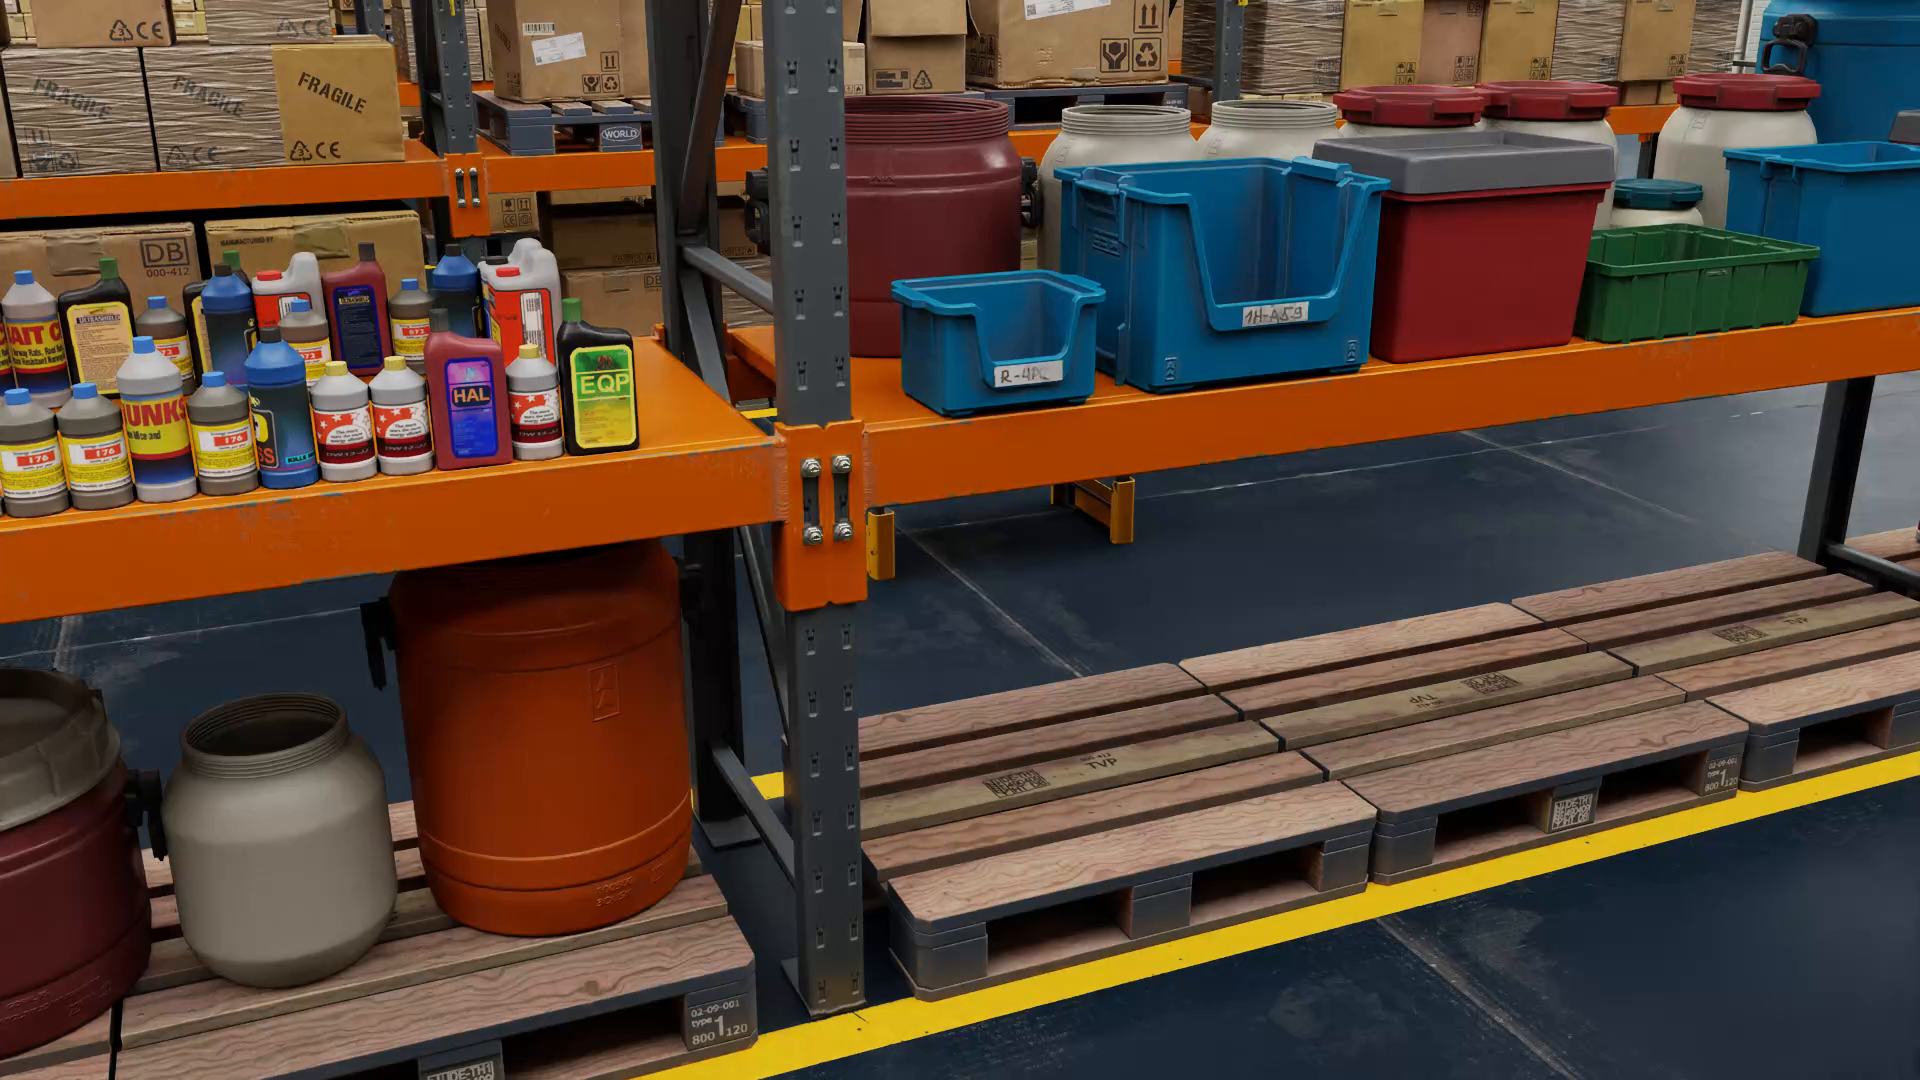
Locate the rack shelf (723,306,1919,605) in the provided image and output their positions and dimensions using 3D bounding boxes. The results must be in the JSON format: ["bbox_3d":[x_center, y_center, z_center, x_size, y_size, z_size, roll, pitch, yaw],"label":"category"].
[{"bbox_3d":[1.377,-0.463,4.405,4.000,0.370,1.077,-8,21,-22],"label":"rack shelf"}]

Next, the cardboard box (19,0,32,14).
[{"bbox_3d":[-5.989,-3.528,10.876,0.250,0.149,0.380,-7,21,-20],"label":"cardboard box"}]

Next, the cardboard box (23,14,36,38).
[{"bbox_3d":[-5.987,-3.387,10.924,0.250,0.149,0.380,-9,21,-23],"label":"cardboard box"}]

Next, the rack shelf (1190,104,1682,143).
[{"bbox_3d":[3.088,-2.500,10.189,4.000,0.370,1.077,-8,21,-22],"label":"rack shelf"}]

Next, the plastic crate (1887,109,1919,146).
[{"bbox_3d":[2.890,-0.939,4.576,0.583,0.464,0.402,-8,21,-22],"label":"plastic crate"}]

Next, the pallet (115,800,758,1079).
[{"bbox_3d":[-1.167,0.892,3.670,1.213,0.211,1.003,-8,21,-22],"label":"pallet"}]

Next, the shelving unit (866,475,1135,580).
[{"bbox_3d":[0.070,-0.717,6.301,1.083,1.500,0.587,-8,21,-22],"label":"shelving unit"}]

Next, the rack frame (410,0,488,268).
[{"bbox_3d":[-2.422,-2.050,7.828,0.127,3.000,1.000,-8,21,-22],"label":"rack frame"}]

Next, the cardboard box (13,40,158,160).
[{"bbox_3d":[-3.917,-1.979,7.476,0.500,0.500,0.500,-9,21,-23],"label":"cardboard box"}]

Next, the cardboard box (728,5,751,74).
[{"bbox_3d":[-1.922,-3.866,12.835,0.500,0.500,0.500,-8,21,-21],"label":"cardboard box"}]

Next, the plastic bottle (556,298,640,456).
[{"bbox_3d":[-0.662,-0.301,3.037,0.133,0.283,0.061,-8,21,-22],"label":"plastic bottle"}]

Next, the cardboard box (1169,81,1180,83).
[{"bbox_3d":[1.649,-3.598,14.792,0.875,0.875,0.875,-9,21,-23],"label":"cardboard box"}]

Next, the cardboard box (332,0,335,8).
[{"bbox_3d":[-6.040,-5.602,16.685,0.500,0.500,0.500,-9,21,-23],"label":"cardboard box"}]

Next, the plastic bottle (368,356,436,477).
[{"bbox_3d":[-0.987,-0.223,2.937,0.097,0.201,0.097,0,19,0],"label":"plastic bottle"}]

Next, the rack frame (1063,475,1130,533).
[{"bbox_3d":[0.545,-0.786,6.495,0.032,1.500,0.500,-8,21,-22],"label":"rack frame"}]

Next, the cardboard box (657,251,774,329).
[{"bbox_3d":[-1.310,-1.250,8.656,0.500,0.500,0.700,-10,22,-26],"label":"cardboard box"}]

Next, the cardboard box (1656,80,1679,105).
[{"bbox_3d":[4.305,-2.802,10.342,0.250,0.149,0.380,-8,21,-22],"label":"cardboard box"}]

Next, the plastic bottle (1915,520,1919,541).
[{"bbox_3d":[3.423,-0.096,5.830,0.097,0.201,0.097,0,19,0],"label":"plastic bottle"}]

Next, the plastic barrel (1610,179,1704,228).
[{"bbox_3d":[1.937,-0.873,4.694,0.301,0.262,0.301,0,19,0],"label":"plastic barrel"}]

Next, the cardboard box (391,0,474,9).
[{"bbox_3d":[-3.877,-4.151,12.138,0.500,0.500,0.700,-8,21,-22],"label":"cardboard box"}]

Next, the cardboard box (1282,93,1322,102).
[{"bbox_3d":[1.802,-2.423,9.266,0.250,0.149,0.380,-8,21,-22],"label":"cardboard box"}]

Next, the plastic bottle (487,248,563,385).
[{"bbox_3d":[-0.925,-0.476,3.545,0.135,0.276,0.152,-8,21,-22],"label":"plastic bottle"}]

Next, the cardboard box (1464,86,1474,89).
[{"bbox_3d":[2.940,-2.596,9.756,0.250,0.149,0.380,-8,21,-22],"label":"cardboard box"}]

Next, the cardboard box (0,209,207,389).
[{"bbox_3d":[-3.885,-1.047,7.545,0.875,0.875,1.225,-8,21,-22],"label":"cardboard box"}]

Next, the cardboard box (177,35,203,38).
[{"bbox_3d":[-5.259,-3.353,11.273,0.250,0.149,0.380,-8,21,-23],"label":"cardboard box"}]

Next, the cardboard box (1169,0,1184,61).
[{"bbox_3d":[1.669,-4.522,14.622,0.550,0.550,0.875,-8,21,-22],"label":"cardboard box"}]

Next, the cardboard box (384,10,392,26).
[{"bbox_3d":[-5.702,-5.165,16.419,0.250,0.149,0.380,-10,22,-25],"label":"cardboard box"}]

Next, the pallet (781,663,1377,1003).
[{"bbox_3d":[0.267,0.686,4.257,1.213,0.211,1.003,-8,21,-22],"label":"pallet"}]

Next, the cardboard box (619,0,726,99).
[{"bbox_3d":[-1.469,-2.482,8.273,0.500,0.500,0.700,-5,20,-14],"label":"cardboard box"}]

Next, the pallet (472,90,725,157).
[{"bbox_3d":[-1.809,-2.086,8.218,1.003,0.211,1.213,-8,21,-22],"label":"pallet"}]

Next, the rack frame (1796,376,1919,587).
[{"bbox_3d":[3.213,-1.066,5.032,0.127,3.000,1.000,-8,21,-22],"label":"rack frame"}]

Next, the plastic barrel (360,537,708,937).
[{"bbox_3d":[-0.902,0.356,3.631,0.708,0.830,0.600,-8,21,-22],"label":"plastic barrel"}]

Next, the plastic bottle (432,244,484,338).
[{"bbox_3d":[-1.102,-0.514,3.658,0.097,0.271,0.097,0,19,0],"label":"plastic bottle"}]

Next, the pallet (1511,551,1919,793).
[{"bbox_3d":[2.507,0.365,5.168,1.213,0.211,1.003,-8,21,-22],"label":"pallet"}]

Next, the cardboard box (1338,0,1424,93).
[{"bbox_3d":[2.162,-2.859,9.527,0.500,0.500,0.875,-8,21,-22],"label":"cardboard box"}]

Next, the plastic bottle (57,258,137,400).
[{"bbox_3d":[-1.763,-0.431,3.406,0.133,0.283,0.061,-8,21,-22],"label":"plastic bottle"}]

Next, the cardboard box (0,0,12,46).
[{"bbox_3d":[-4.312,-2.304,6.888,0.637,0.503,0.797,-7,21,-20],"label":"cardboard box"}]

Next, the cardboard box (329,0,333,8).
[{"bbox_3d":[-7.802,-6.727,20.583,0.500,0.250,0.500,-8,21,-22],"label":"cardboard box"}]

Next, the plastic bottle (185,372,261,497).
[{"bbox_3d":[-1.255,-0.184,2.828,0.097,0.201,0.097,0,19,0],"label":"plastic bottle"}]

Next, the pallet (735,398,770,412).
[{"bbox_3d":[-1.704,-0.837,8.581,1.213,0.211,1.003,-8,21,-22],"label":"pallet"}]

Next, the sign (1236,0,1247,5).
[{"bbox_3d":[1.474,-2.954,8.650,0.005,0.325,0.100,-8,21,-22],"label":"sign"}]

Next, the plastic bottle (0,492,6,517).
[{"bbox_3d":[-1.613,-0.133,2.682,0.097,0.201,0.097,0,19,0],"label":"plastic bottle"}]

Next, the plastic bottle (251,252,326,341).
[{"bbox_3d":[-1.410,-0.462,3.504,0.135,0.276,0.152,-8,21,-22],"label":"plastic bottle"}]

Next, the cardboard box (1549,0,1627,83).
[{"bbox_3d":[3.520,-3.071,10.129,0.500,0.500,0.875,-8,21,-22],"label":"cardboard box"}]

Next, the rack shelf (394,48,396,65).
[{"bbox_3d":[-4.511,-4.996,17.277,4.000,0.370,1.077,-8,21,-22],"label":"rack shelf"}]

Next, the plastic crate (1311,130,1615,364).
[{"bbox_3d":[1.145,-0.689,3.866,0.583,0.464,0.402,-8,21,-22],"label":"plastic crate"}]

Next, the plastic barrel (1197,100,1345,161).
[{"bbox_3d":[0.787,-0.848,4.246,0.421,0.512,0.421,0,19,0],"label":"plastic barrel"}]

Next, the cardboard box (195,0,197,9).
[{"bbox_3d":[-5.511,-3.833,11.740,0.250,0.149,0.380,-9,21,-24],"label":"cardboard box"}]

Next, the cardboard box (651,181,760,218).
[{"bbox_3d":[-2.042,-3.004,13.293,0.750,0.750,1.050,-8,21,-22],"label":"cardboard box"}]

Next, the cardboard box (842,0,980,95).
[{"bbox_3d":[-0.304,-2.567,8.508,0.637,0.503,0.797,-6,20,-16],"label":"cardboard box"}]

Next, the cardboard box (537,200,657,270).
[{"bbox_3d":[-1.818,-1.529,8.321,0.500,0.250,0.500,-7,21,-20],"label":"cardboard box"}]

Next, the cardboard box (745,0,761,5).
[{"bbox_3d":[-1.546,-4.485,13.088,0.500,0.500,0.700,-9,21,-23],"label":"cardboard box"}]

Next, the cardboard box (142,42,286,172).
[{"bbox_3d":[-3.237,-1.893,7.231,0.500,0.500,0.500,-8,21,-22],"label":"cardboard box"}]
